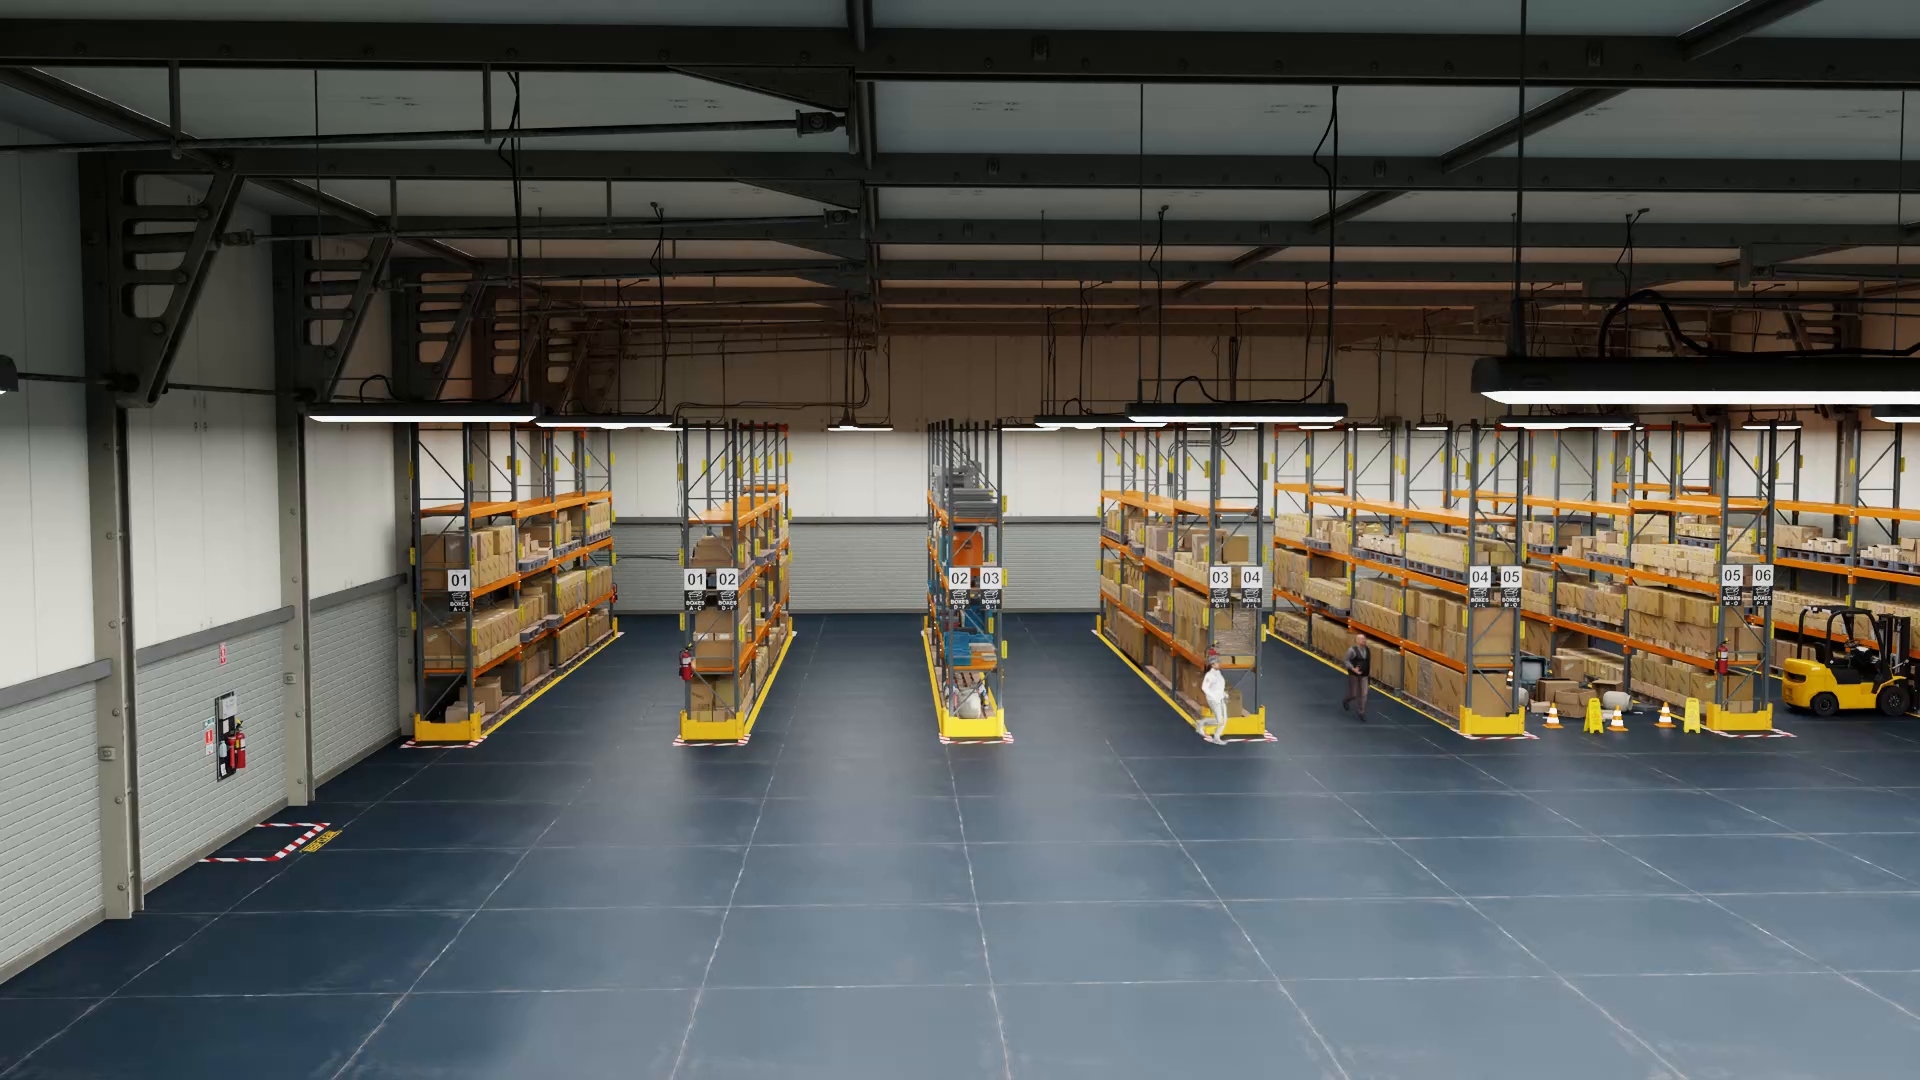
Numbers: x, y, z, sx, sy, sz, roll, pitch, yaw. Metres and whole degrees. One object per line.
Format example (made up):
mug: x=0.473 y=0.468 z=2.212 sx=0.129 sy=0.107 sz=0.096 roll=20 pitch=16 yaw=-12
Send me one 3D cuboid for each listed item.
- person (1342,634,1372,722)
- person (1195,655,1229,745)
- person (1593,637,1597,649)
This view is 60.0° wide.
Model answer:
person: x=8.000 y=2.739 z=33.433 sx=0.683 sy=1.715 sz=0.928 roll=-1 pitch=4 yaw=-17
person: x=4.661 y=2.939 z=30.680 sx=0.587 sy=1.659 sz=0.617 roll=2 pitch=4 yaw=33
person: x=16.198 y=2.148 z=42.979 sx=0.556 sy=1.680 sz=0.865 roll=0 pitch=4 yaw=-3
